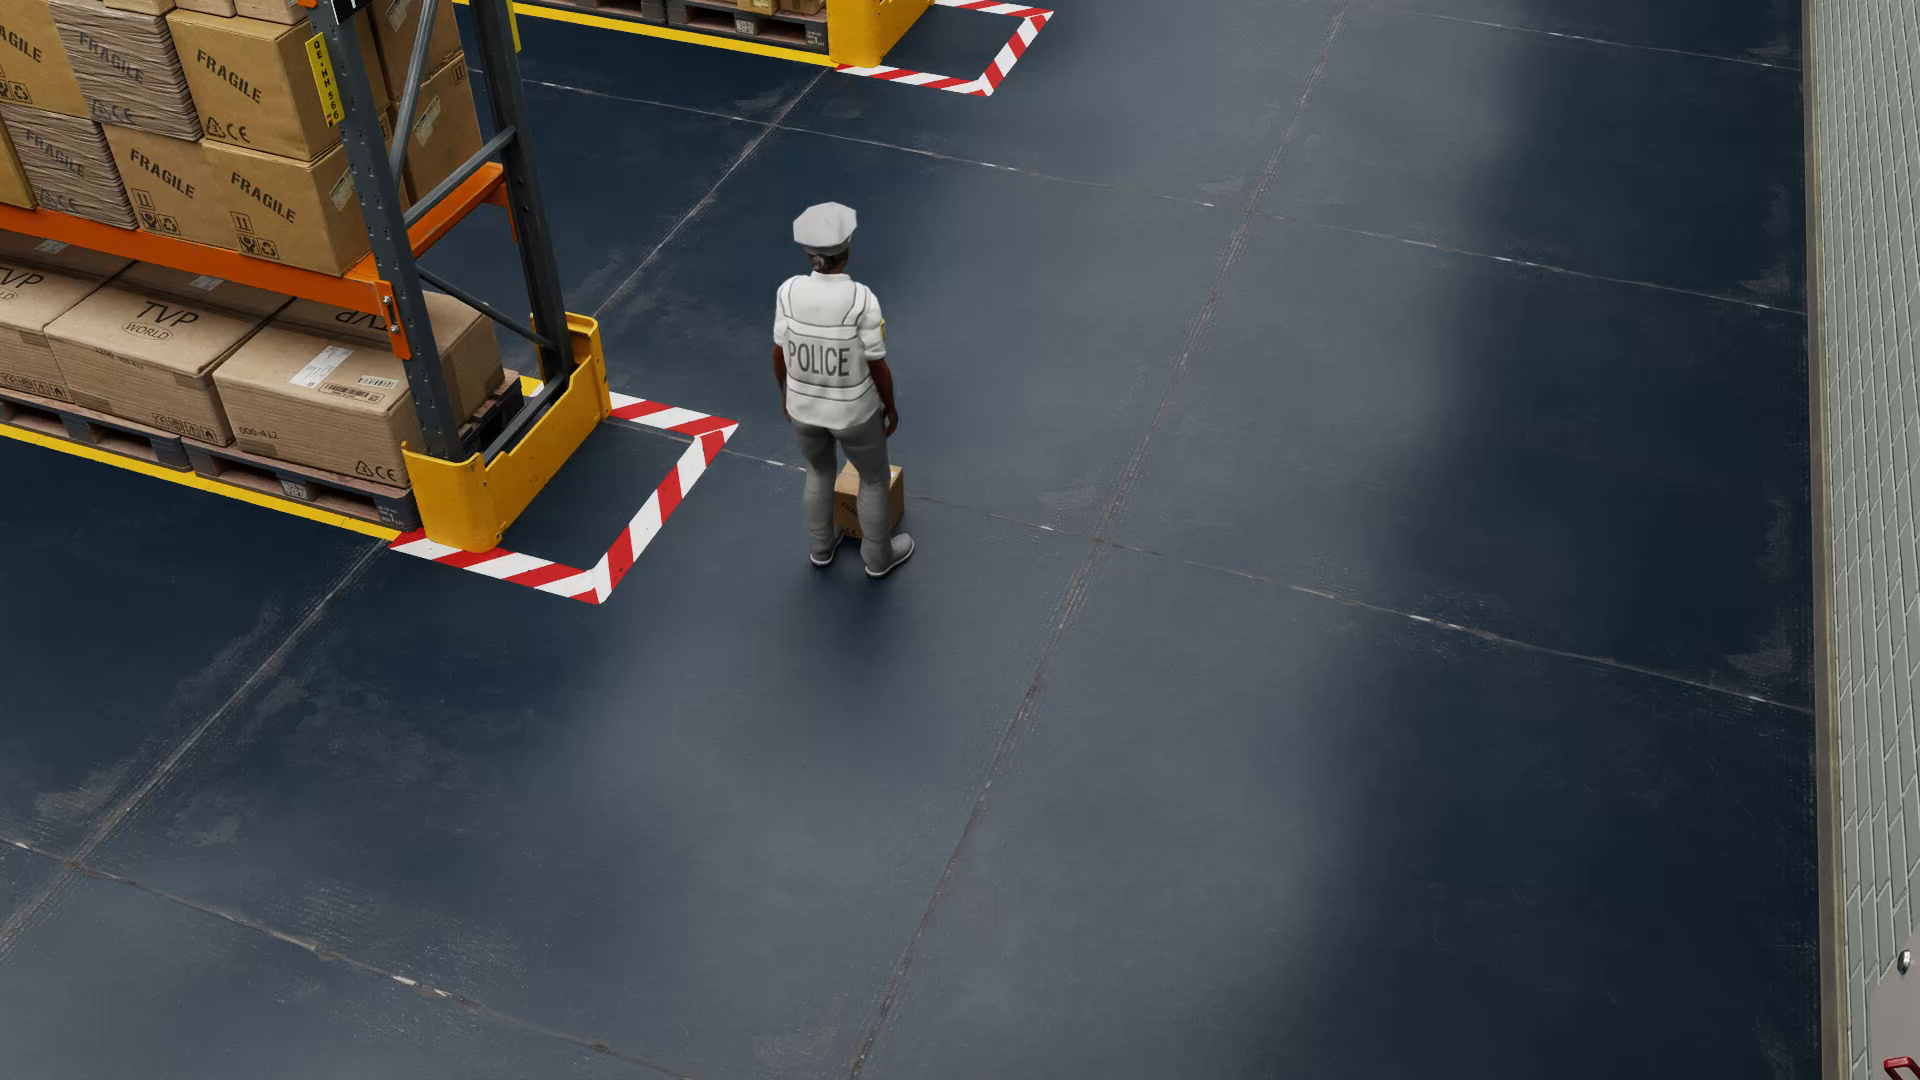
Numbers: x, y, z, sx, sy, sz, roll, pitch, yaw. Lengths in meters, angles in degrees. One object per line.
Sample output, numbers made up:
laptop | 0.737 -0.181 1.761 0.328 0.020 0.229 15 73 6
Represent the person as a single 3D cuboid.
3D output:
person | -0.488 -0.556 6.780 0.532 1.662 0.396 11 43 12
